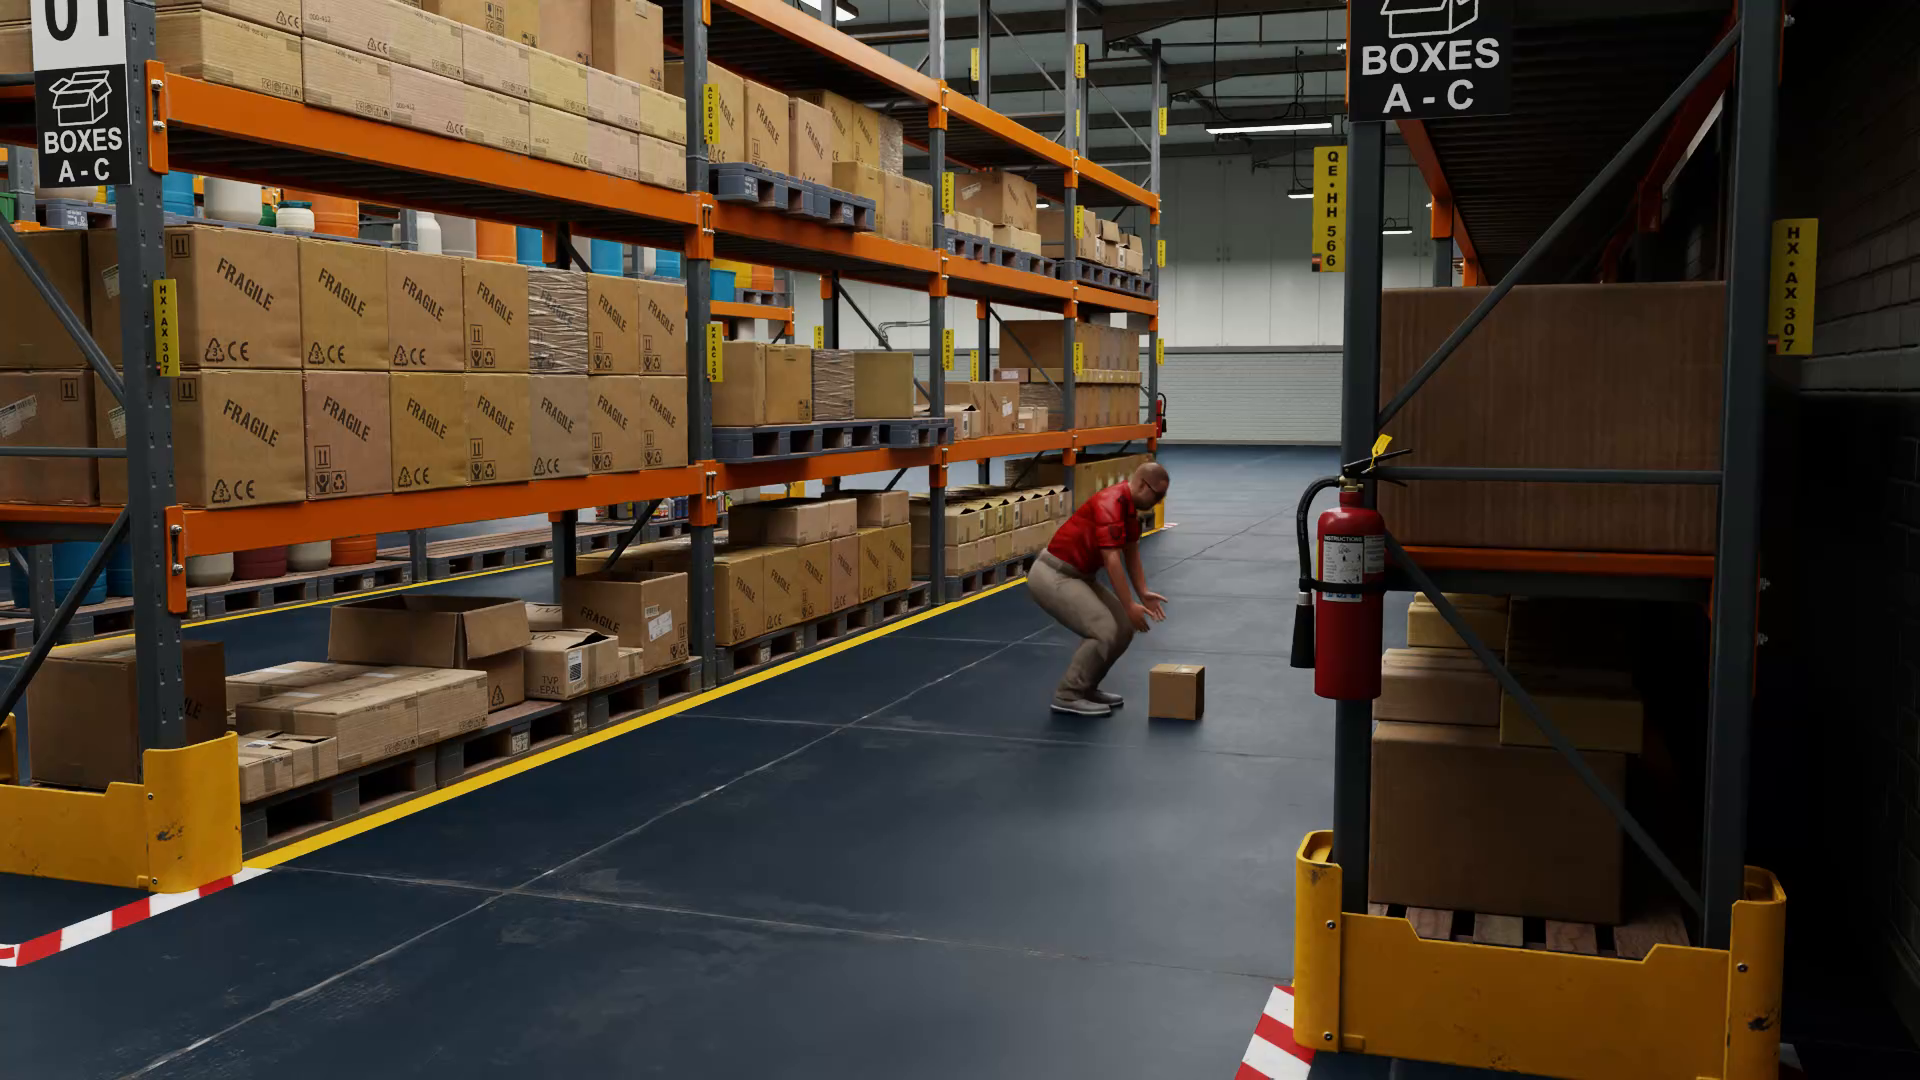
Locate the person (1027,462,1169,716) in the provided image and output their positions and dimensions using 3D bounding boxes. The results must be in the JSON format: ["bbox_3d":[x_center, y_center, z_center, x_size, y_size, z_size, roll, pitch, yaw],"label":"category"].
[{"bbox_3d":[0.755,0.249,8.978,0.741,1.349,0.590,2,5,19],"label":"person"}]
